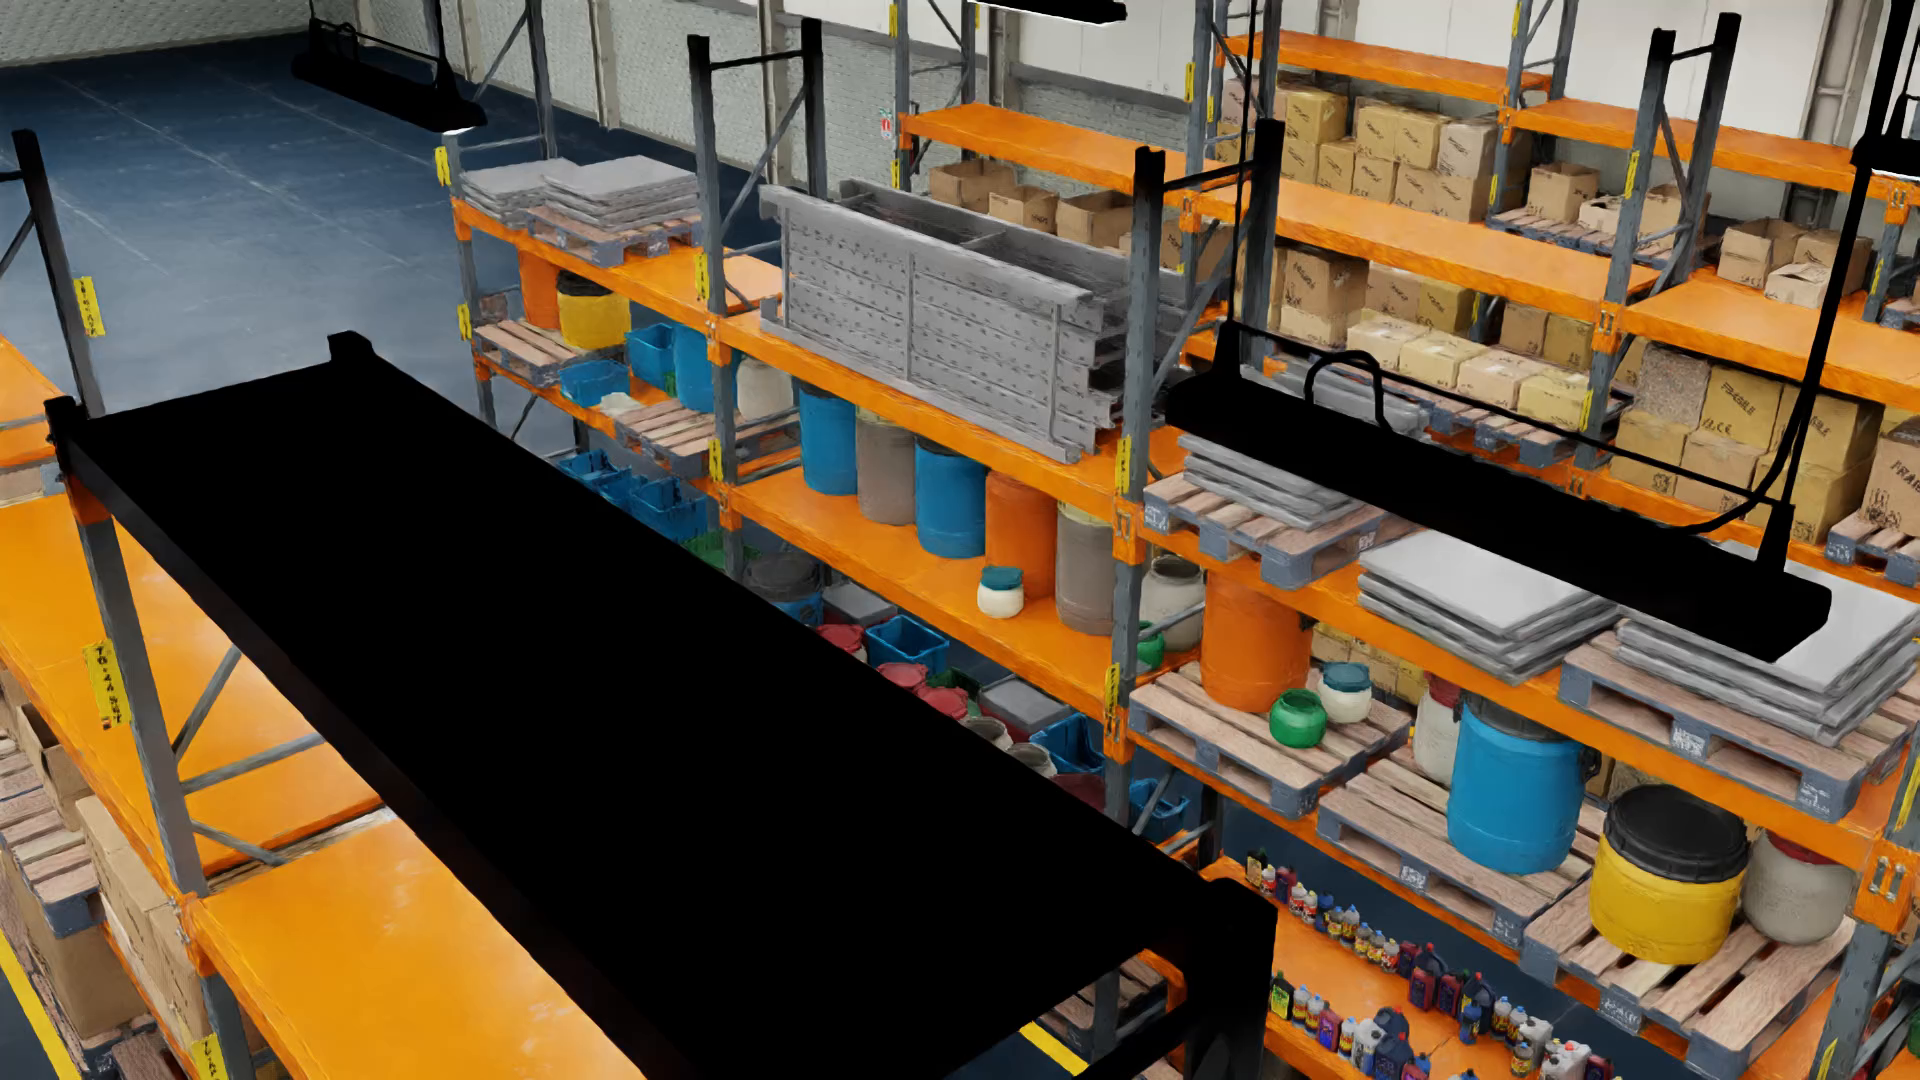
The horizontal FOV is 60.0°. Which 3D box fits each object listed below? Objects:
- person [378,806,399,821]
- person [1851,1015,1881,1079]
[{"bbox_3d":[-3.816,2.251,11.299,0.478,1.667,0.523,-5,27,-10],"label":"person"},{"bbox_3d":[4.881,3.302,9.148,0.593,1.733,0.457,8,28,16],"label":"person"}]
